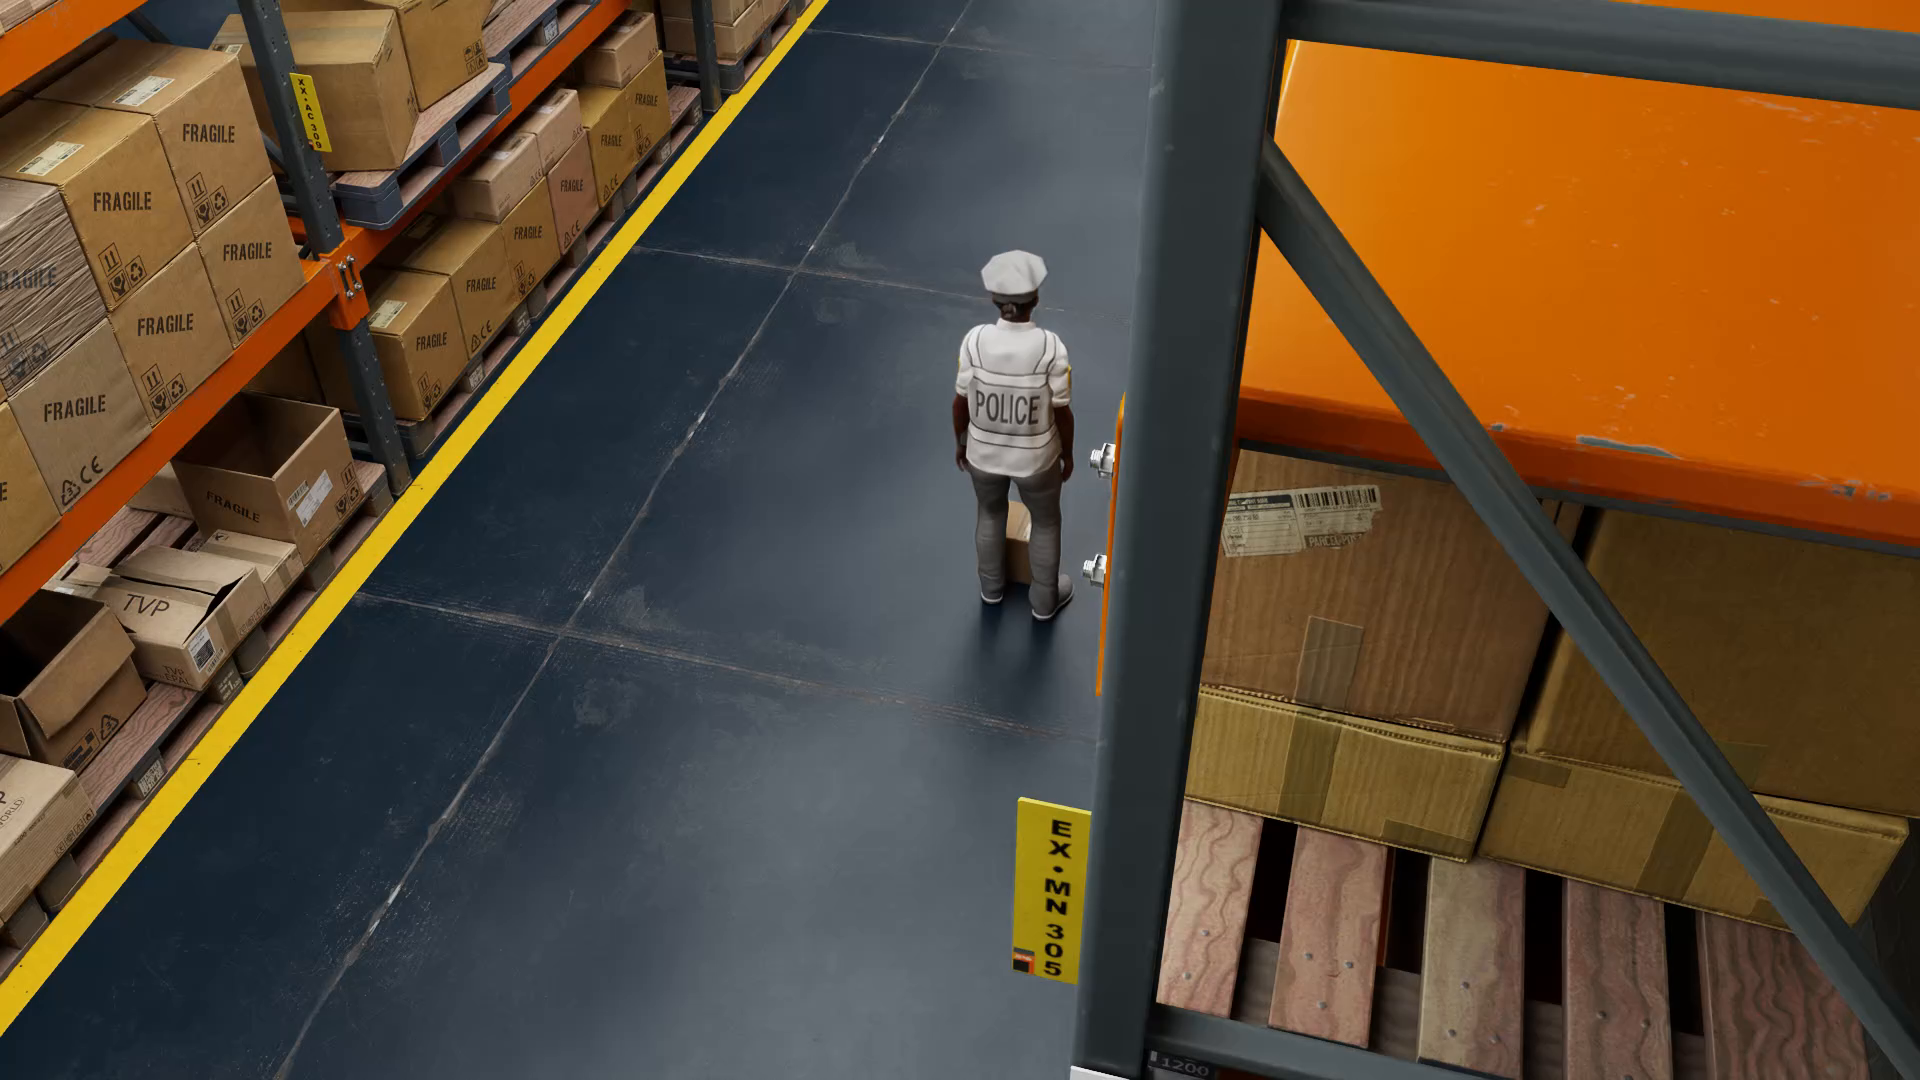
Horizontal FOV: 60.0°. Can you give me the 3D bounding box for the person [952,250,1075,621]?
[{"bbox_3d":[0.233,-0.371,6.750,0.516,1.655,0.427,8,42,9],"label":"person"}]
